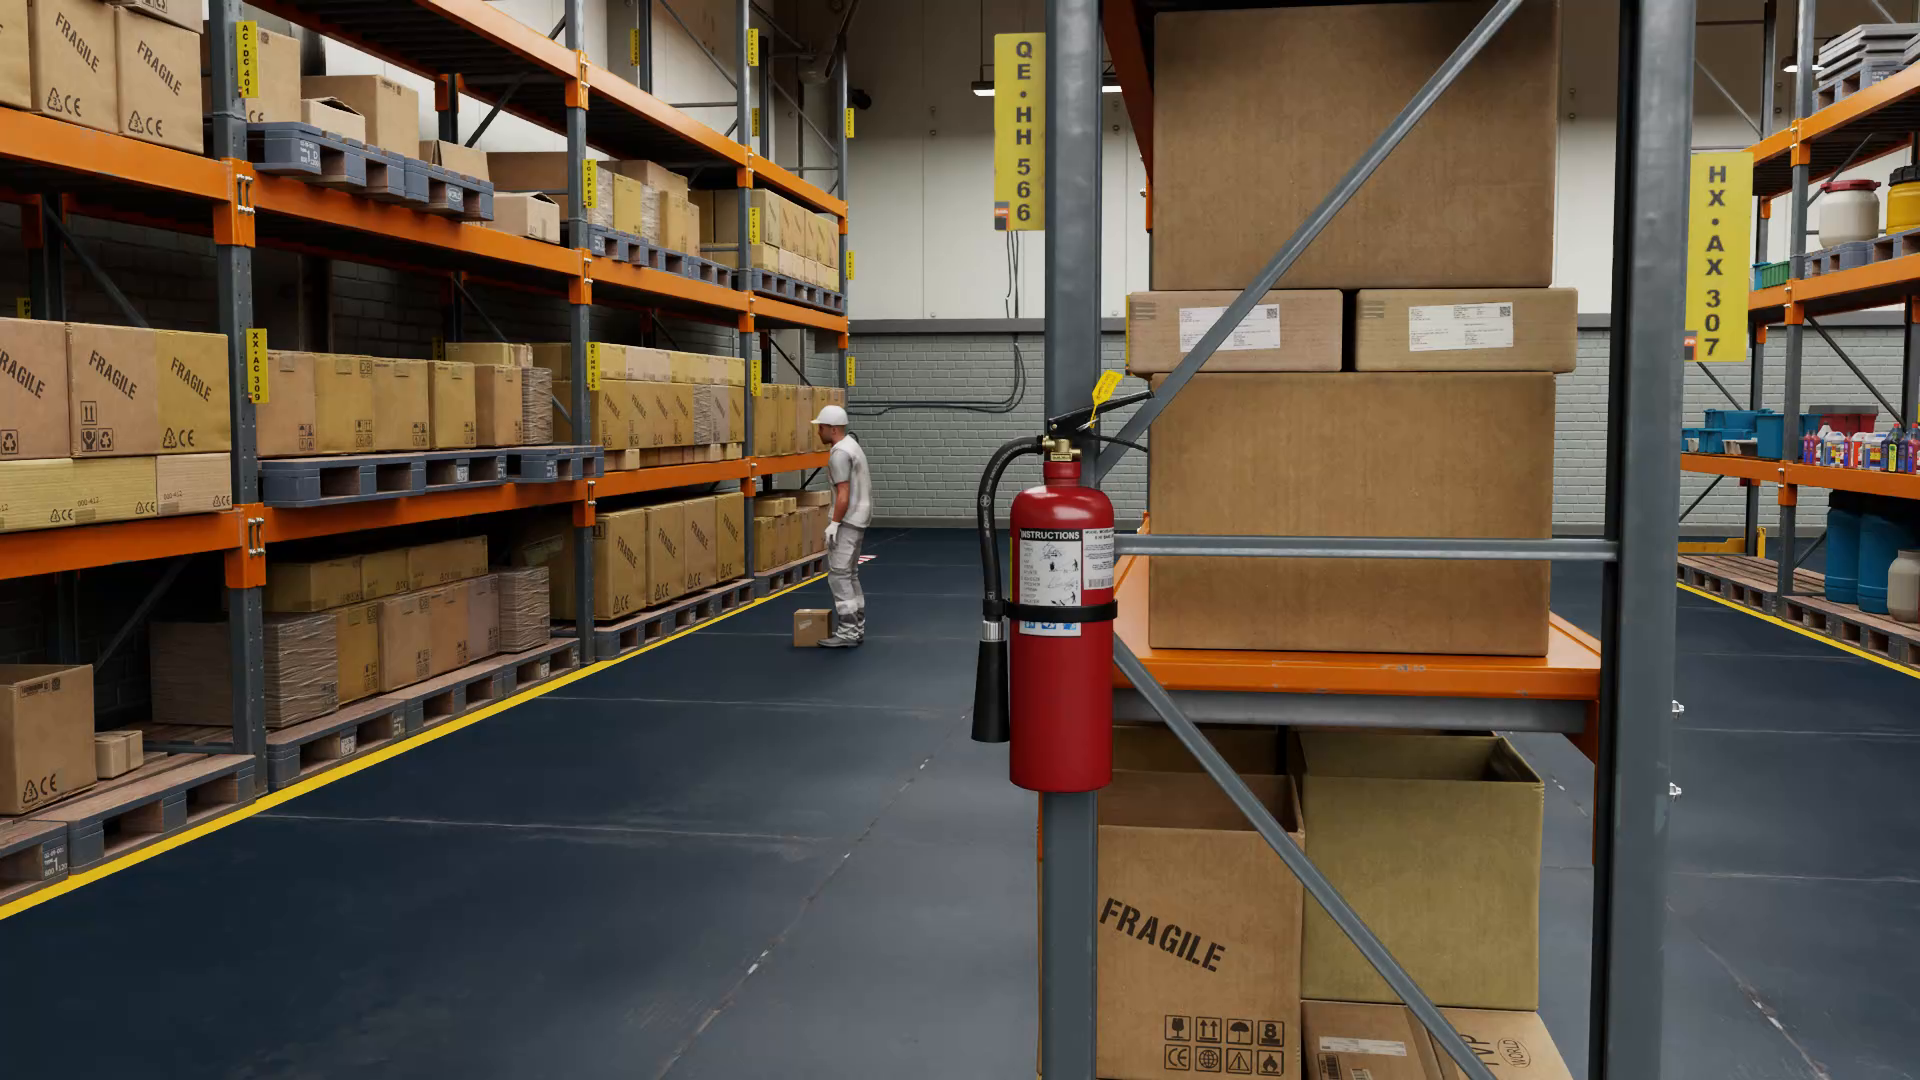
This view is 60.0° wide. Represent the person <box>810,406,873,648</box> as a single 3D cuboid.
[{"bbox_3d":[-0.875,-0.102,12.308,0.453,1.779,0.621,1,4,7],"label":"person"}]
